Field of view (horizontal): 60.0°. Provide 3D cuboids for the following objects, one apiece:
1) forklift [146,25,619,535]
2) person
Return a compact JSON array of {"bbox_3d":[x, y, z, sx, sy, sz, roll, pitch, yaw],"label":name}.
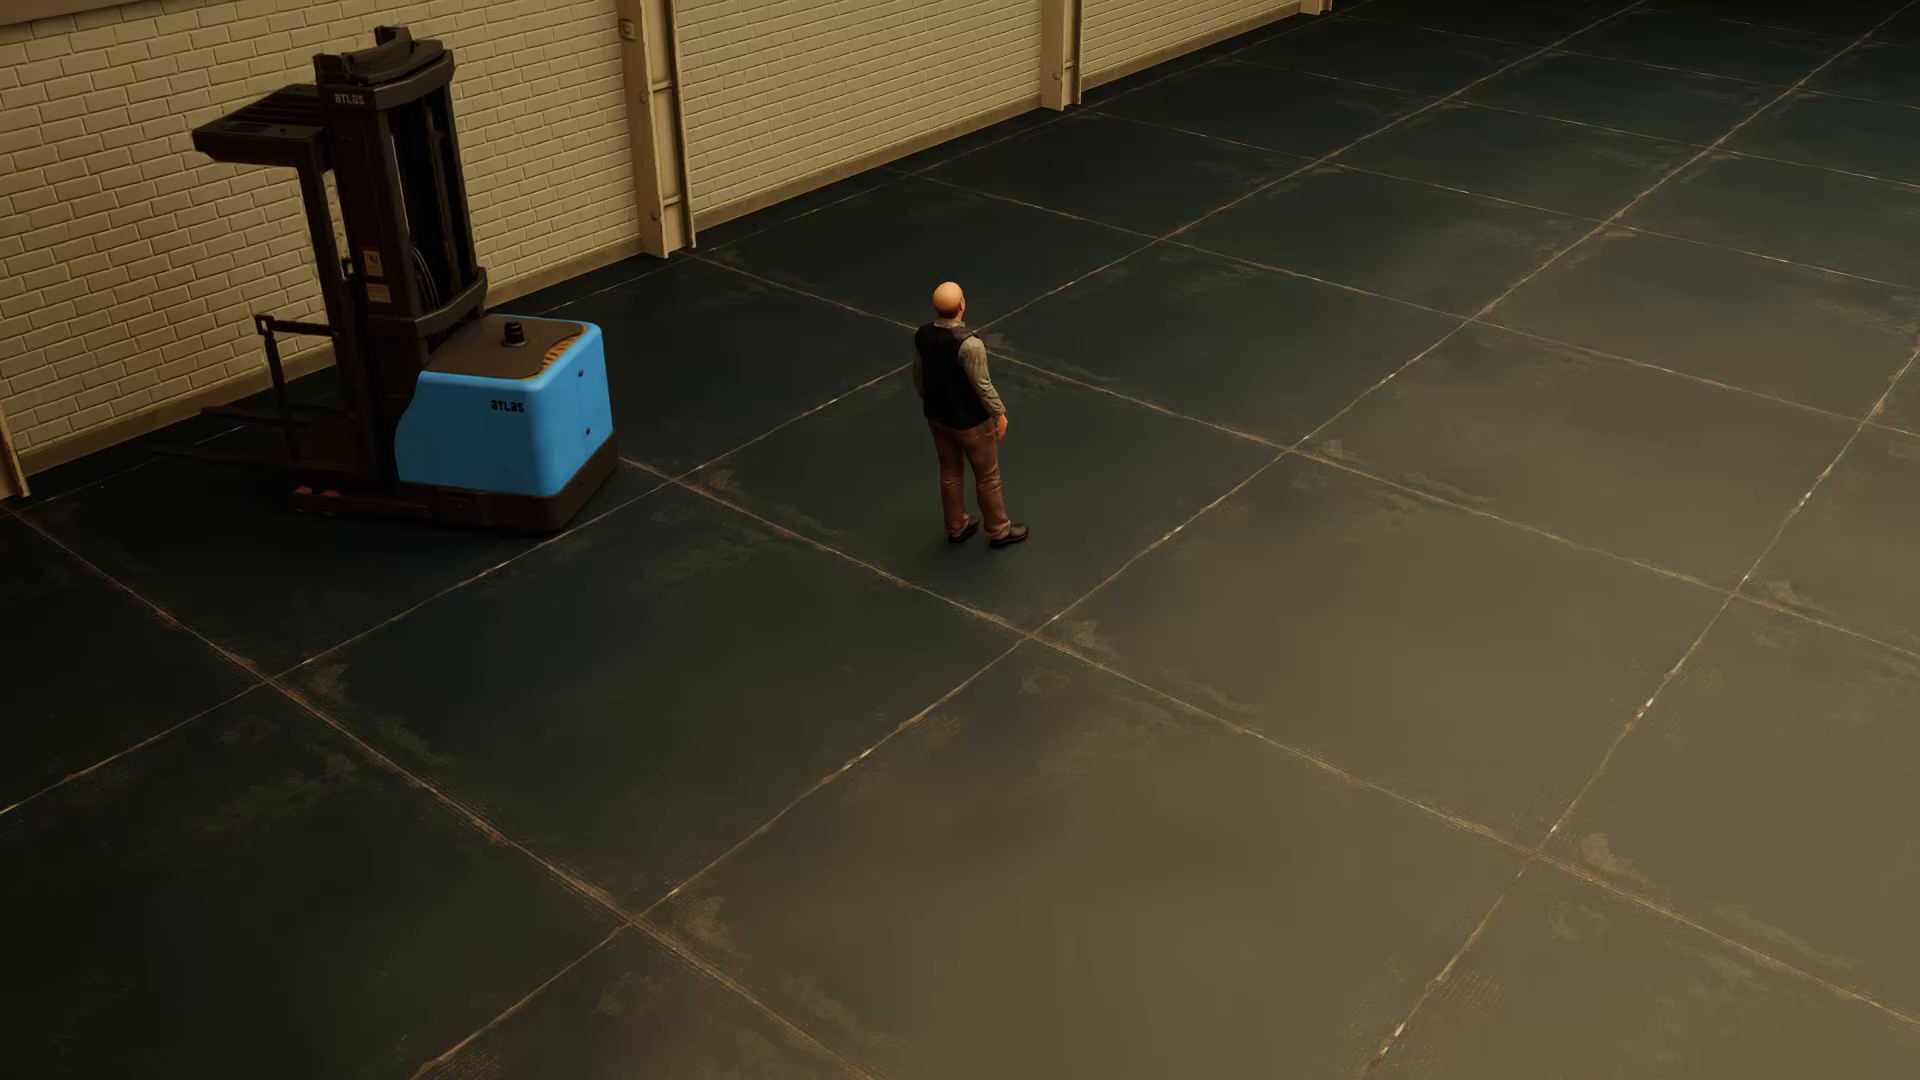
[{"bbox_3d":[-3.880,-1.673,10.459,3.031,2.935,1.130,6,31,11],"label":"forklift"},{"bbox_3d":[0.045,-0.772,10.100,0.633,1.722,0.566,22,37,33],"label":"person"}]
